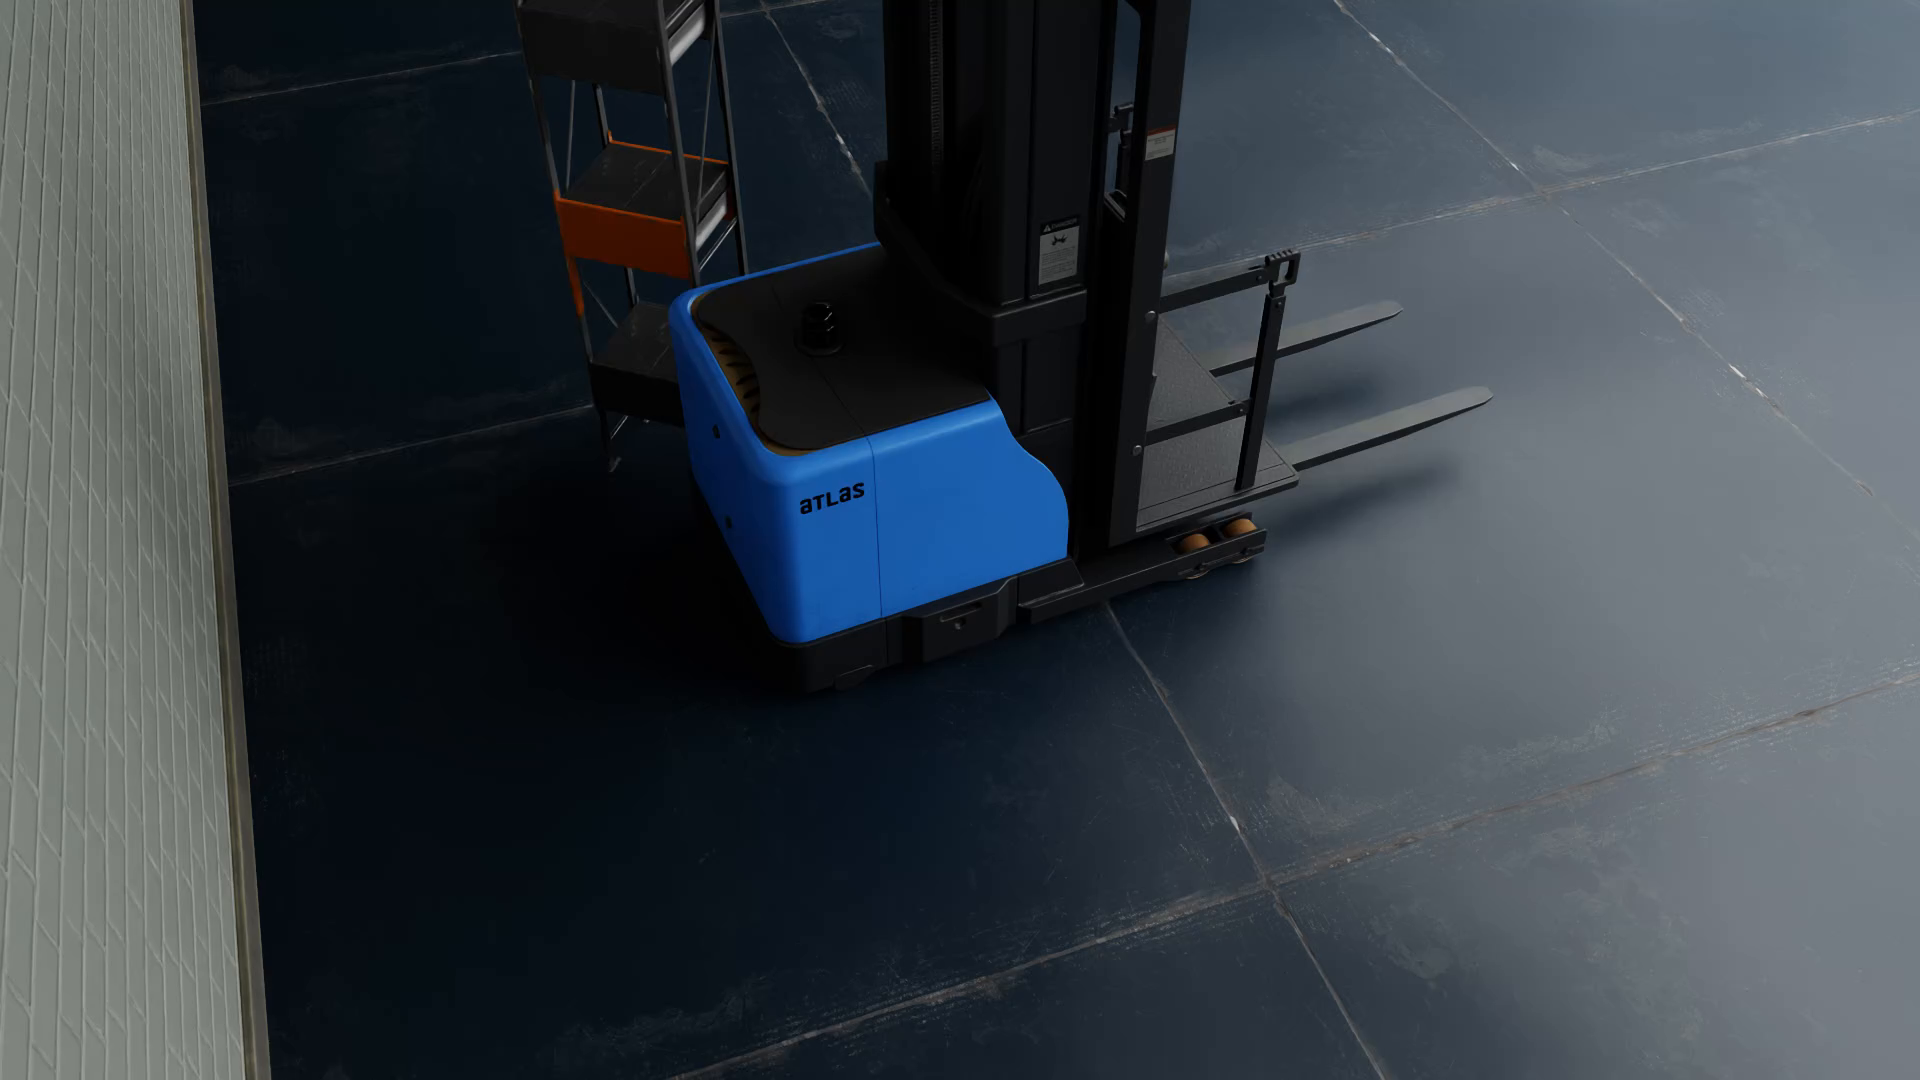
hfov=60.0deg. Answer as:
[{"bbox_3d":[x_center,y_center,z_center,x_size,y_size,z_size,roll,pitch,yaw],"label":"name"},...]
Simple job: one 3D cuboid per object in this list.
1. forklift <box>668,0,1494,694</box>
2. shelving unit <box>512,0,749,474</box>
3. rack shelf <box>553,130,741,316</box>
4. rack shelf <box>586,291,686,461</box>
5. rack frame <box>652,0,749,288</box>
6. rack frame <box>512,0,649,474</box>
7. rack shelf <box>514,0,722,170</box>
[{"bbox_3d":[0.572,-1.217,5.394,3.031,2.935,1.130,-18,48,-17],"label":"forklift"},{"bbox_3d":[-1.077,-1.080,5.844,0.503,2.100,0.431,13,47,13],"label":"shelving unit"},{"bbox_3d":[-1.077,-1.071,5.854,0.480,0.518,0.431,13,47,13],"label":"rack shelf"},{"bbox_3d":[-1.077,-0.577,6.350,0.480,0.518,0.431,13,47,13],"label":"rack shelf"},{"bbox_3d":[-0.845,-1.026,5.790,0.015,2.100,0.400,13,47,13],"label":"rack frame"},{"bbox_3d":[-1.308,-1.135,5.899,0.015,2.100,0.400,13,47,13],"label":"rack frame"},{"bbox_3d":[-1.077,-1.565,5.358,0.480,0.518,0.431,13,47,13],"label":"rack shelf"}]
